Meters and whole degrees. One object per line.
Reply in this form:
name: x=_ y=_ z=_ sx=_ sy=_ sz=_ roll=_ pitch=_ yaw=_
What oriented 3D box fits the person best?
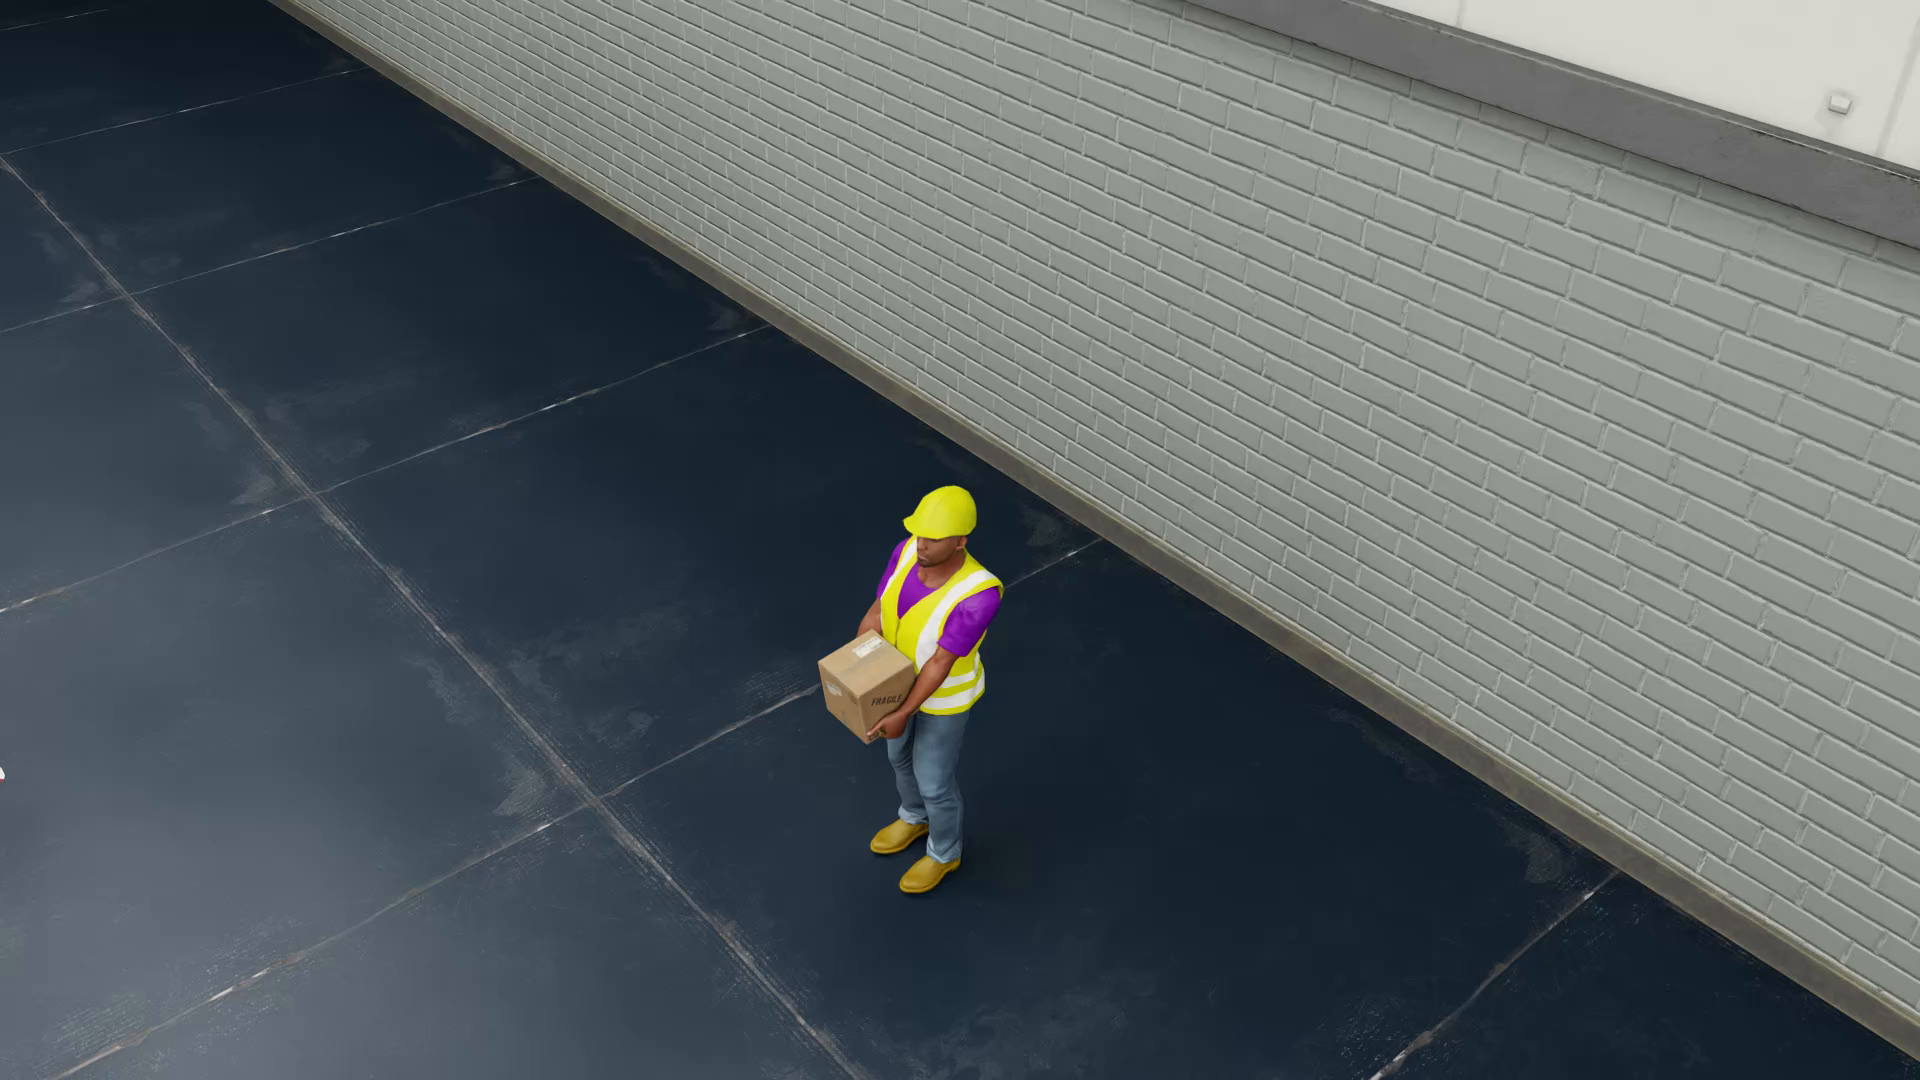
person: x=-0.179 y=0.597 z=6.233 sx=0.586 sy=1.760 sz=0.503 roll=-25 pitch=43 yaw=-31
